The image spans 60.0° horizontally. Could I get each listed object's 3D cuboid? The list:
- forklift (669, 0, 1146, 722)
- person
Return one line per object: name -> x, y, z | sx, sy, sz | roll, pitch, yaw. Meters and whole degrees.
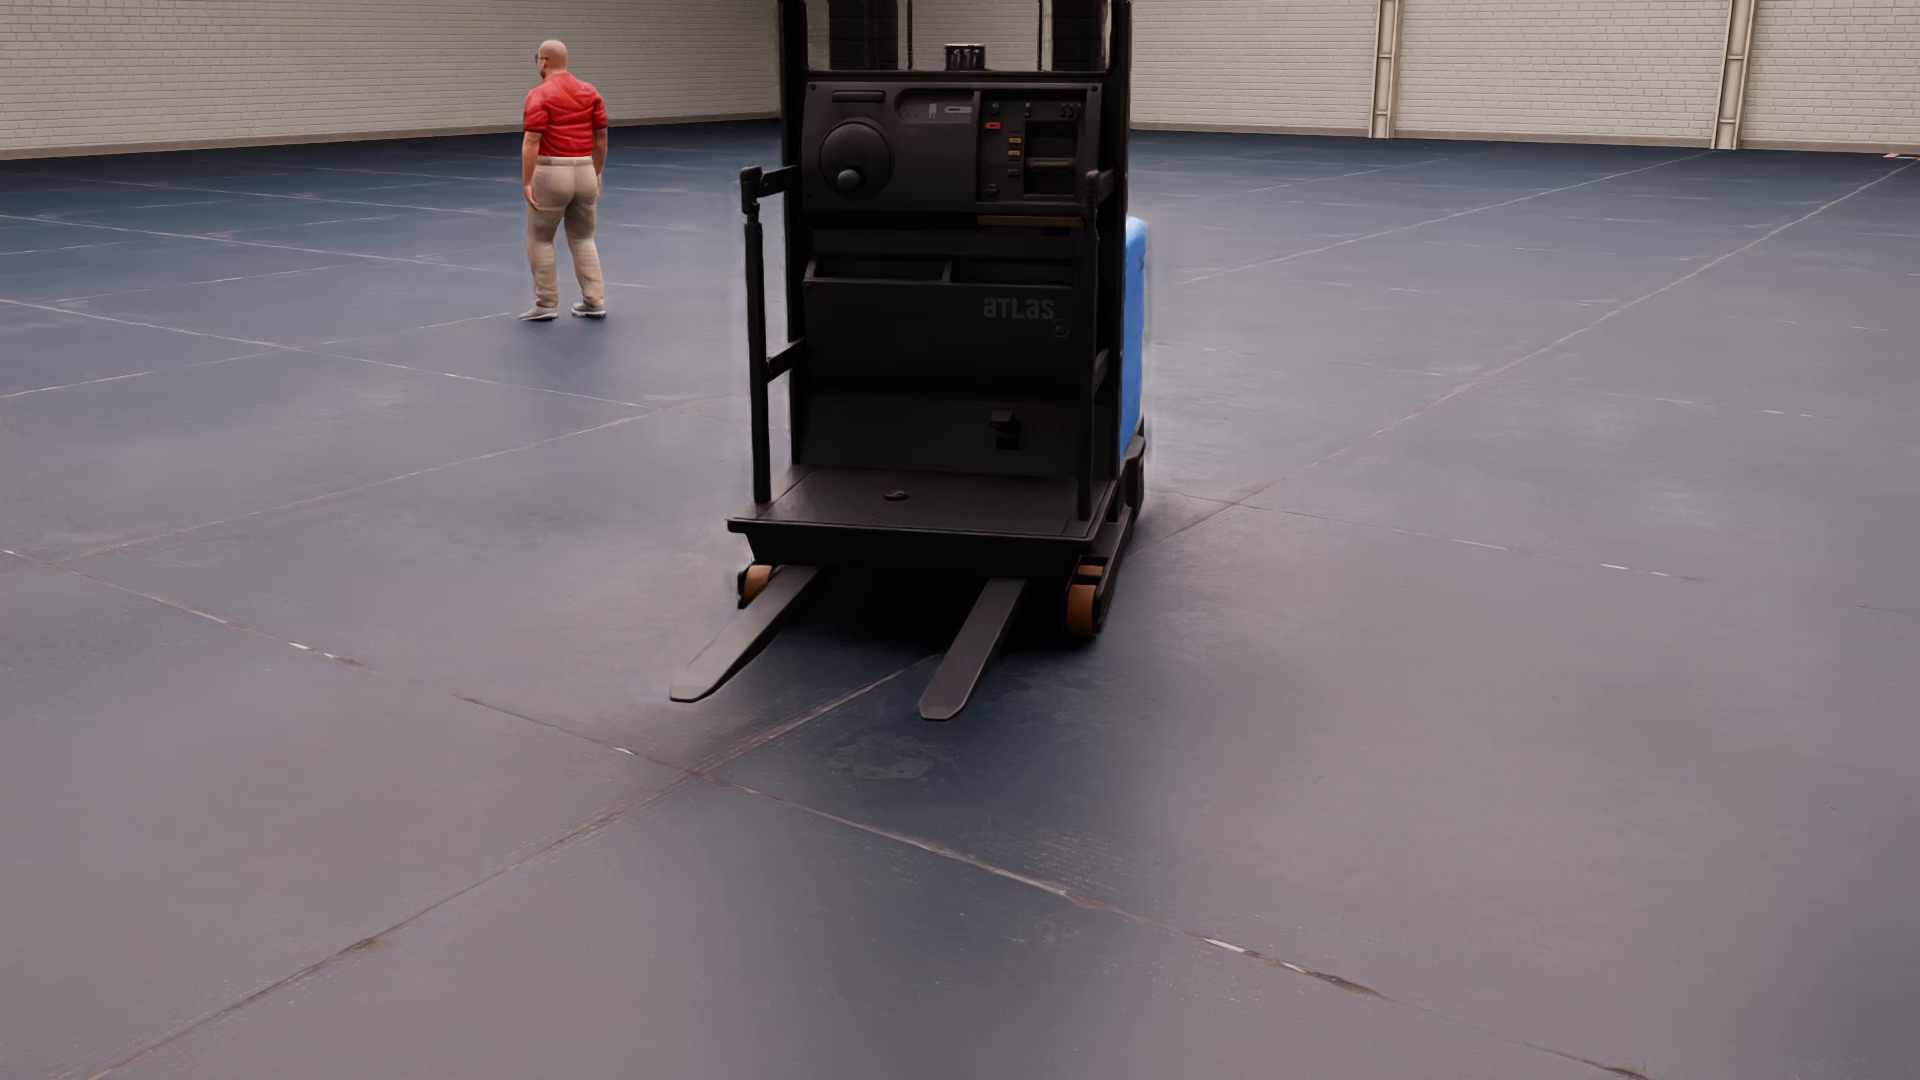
forklift -> -0.068, -1.224, 4.925 | 1.130, 2.935, 3.031 | 3, 17, 11
person -> -2.545, -2.250, 10.518 | 0.620, 1.754, 0.483 | -16, 23, -42
